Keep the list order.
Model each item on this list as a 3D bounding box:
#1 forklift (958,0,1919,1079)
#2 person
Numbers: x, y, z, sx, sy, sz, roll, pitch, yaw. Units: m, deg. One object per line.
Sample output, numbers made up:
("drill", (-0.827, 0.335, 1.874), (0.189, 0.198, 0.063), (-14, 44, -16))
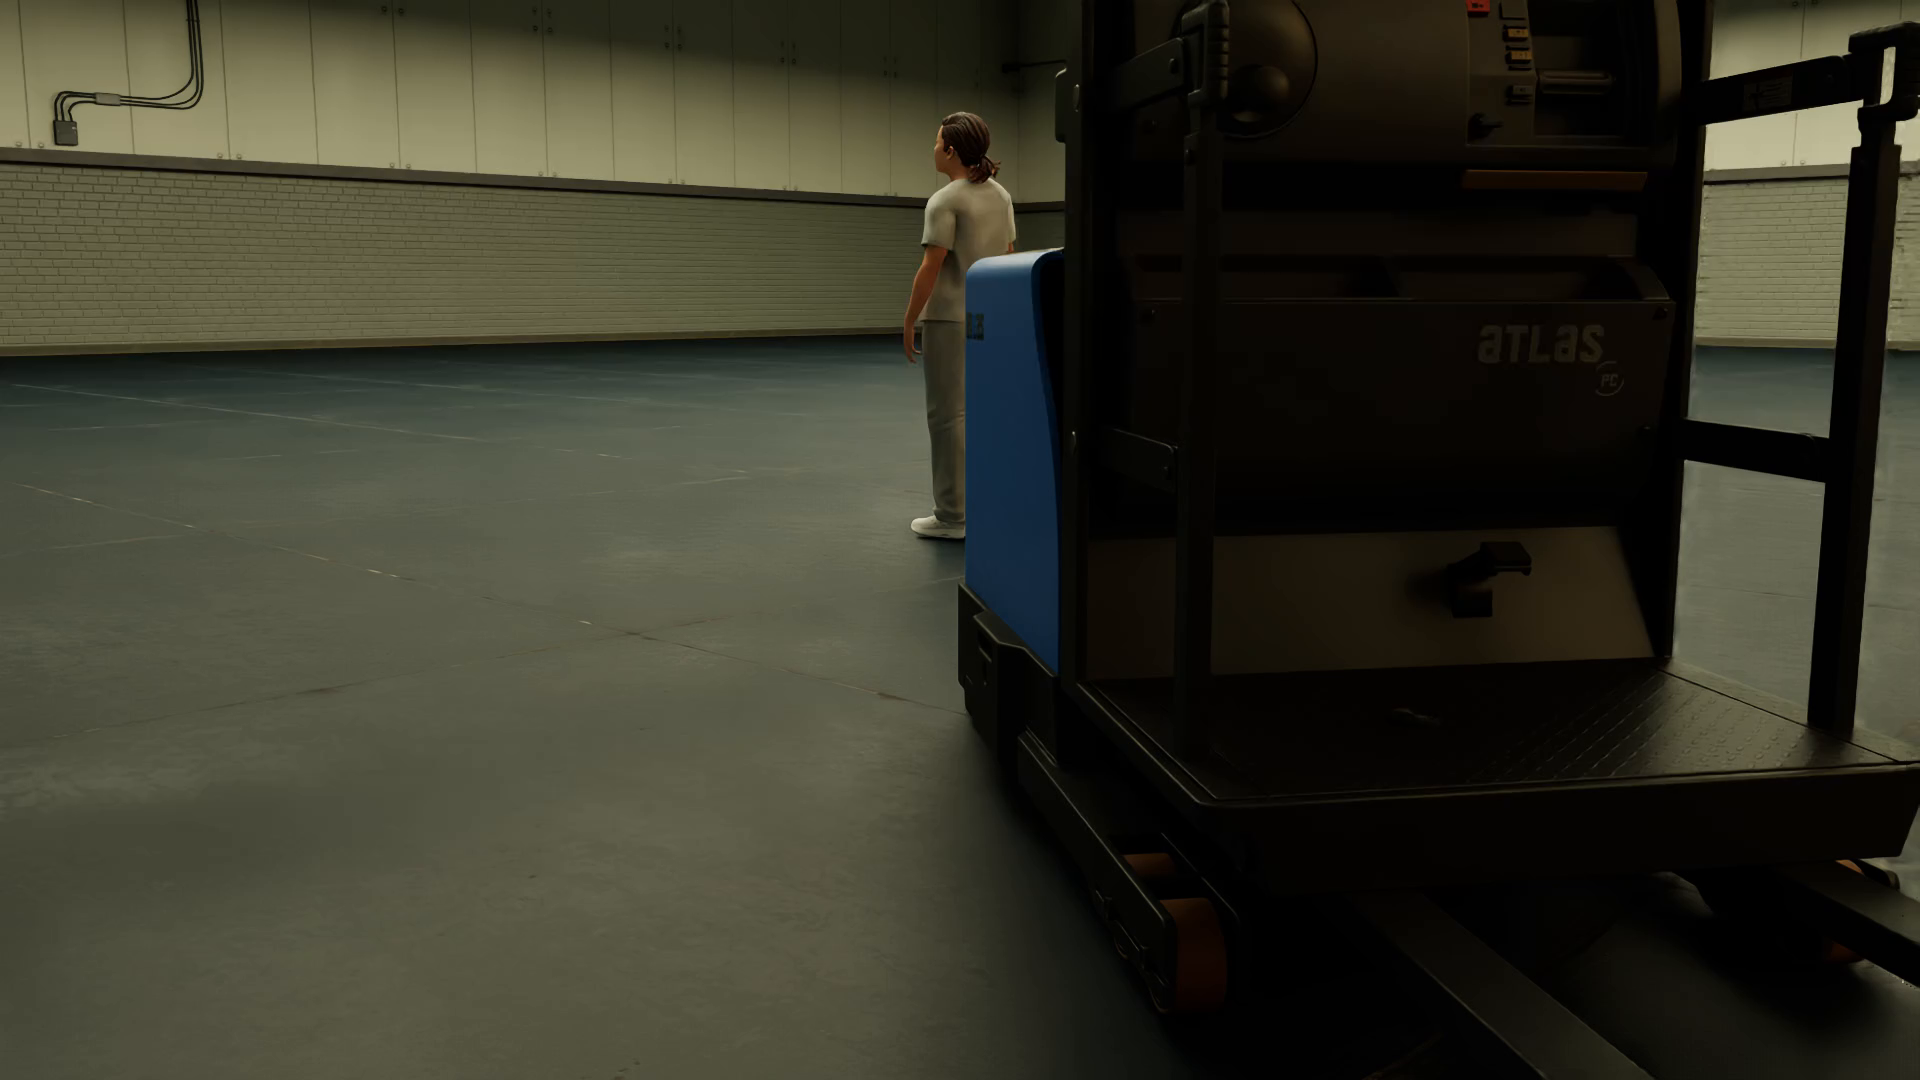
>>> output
("forklift", (0.758, -0.844, 2.478), (1.130, 2.935, 3.031), (-1, 9, -10))
("person", (-0.044, -0.845, 6.652), (0.548, 1.673, 0.549), (8, 12, 43))
